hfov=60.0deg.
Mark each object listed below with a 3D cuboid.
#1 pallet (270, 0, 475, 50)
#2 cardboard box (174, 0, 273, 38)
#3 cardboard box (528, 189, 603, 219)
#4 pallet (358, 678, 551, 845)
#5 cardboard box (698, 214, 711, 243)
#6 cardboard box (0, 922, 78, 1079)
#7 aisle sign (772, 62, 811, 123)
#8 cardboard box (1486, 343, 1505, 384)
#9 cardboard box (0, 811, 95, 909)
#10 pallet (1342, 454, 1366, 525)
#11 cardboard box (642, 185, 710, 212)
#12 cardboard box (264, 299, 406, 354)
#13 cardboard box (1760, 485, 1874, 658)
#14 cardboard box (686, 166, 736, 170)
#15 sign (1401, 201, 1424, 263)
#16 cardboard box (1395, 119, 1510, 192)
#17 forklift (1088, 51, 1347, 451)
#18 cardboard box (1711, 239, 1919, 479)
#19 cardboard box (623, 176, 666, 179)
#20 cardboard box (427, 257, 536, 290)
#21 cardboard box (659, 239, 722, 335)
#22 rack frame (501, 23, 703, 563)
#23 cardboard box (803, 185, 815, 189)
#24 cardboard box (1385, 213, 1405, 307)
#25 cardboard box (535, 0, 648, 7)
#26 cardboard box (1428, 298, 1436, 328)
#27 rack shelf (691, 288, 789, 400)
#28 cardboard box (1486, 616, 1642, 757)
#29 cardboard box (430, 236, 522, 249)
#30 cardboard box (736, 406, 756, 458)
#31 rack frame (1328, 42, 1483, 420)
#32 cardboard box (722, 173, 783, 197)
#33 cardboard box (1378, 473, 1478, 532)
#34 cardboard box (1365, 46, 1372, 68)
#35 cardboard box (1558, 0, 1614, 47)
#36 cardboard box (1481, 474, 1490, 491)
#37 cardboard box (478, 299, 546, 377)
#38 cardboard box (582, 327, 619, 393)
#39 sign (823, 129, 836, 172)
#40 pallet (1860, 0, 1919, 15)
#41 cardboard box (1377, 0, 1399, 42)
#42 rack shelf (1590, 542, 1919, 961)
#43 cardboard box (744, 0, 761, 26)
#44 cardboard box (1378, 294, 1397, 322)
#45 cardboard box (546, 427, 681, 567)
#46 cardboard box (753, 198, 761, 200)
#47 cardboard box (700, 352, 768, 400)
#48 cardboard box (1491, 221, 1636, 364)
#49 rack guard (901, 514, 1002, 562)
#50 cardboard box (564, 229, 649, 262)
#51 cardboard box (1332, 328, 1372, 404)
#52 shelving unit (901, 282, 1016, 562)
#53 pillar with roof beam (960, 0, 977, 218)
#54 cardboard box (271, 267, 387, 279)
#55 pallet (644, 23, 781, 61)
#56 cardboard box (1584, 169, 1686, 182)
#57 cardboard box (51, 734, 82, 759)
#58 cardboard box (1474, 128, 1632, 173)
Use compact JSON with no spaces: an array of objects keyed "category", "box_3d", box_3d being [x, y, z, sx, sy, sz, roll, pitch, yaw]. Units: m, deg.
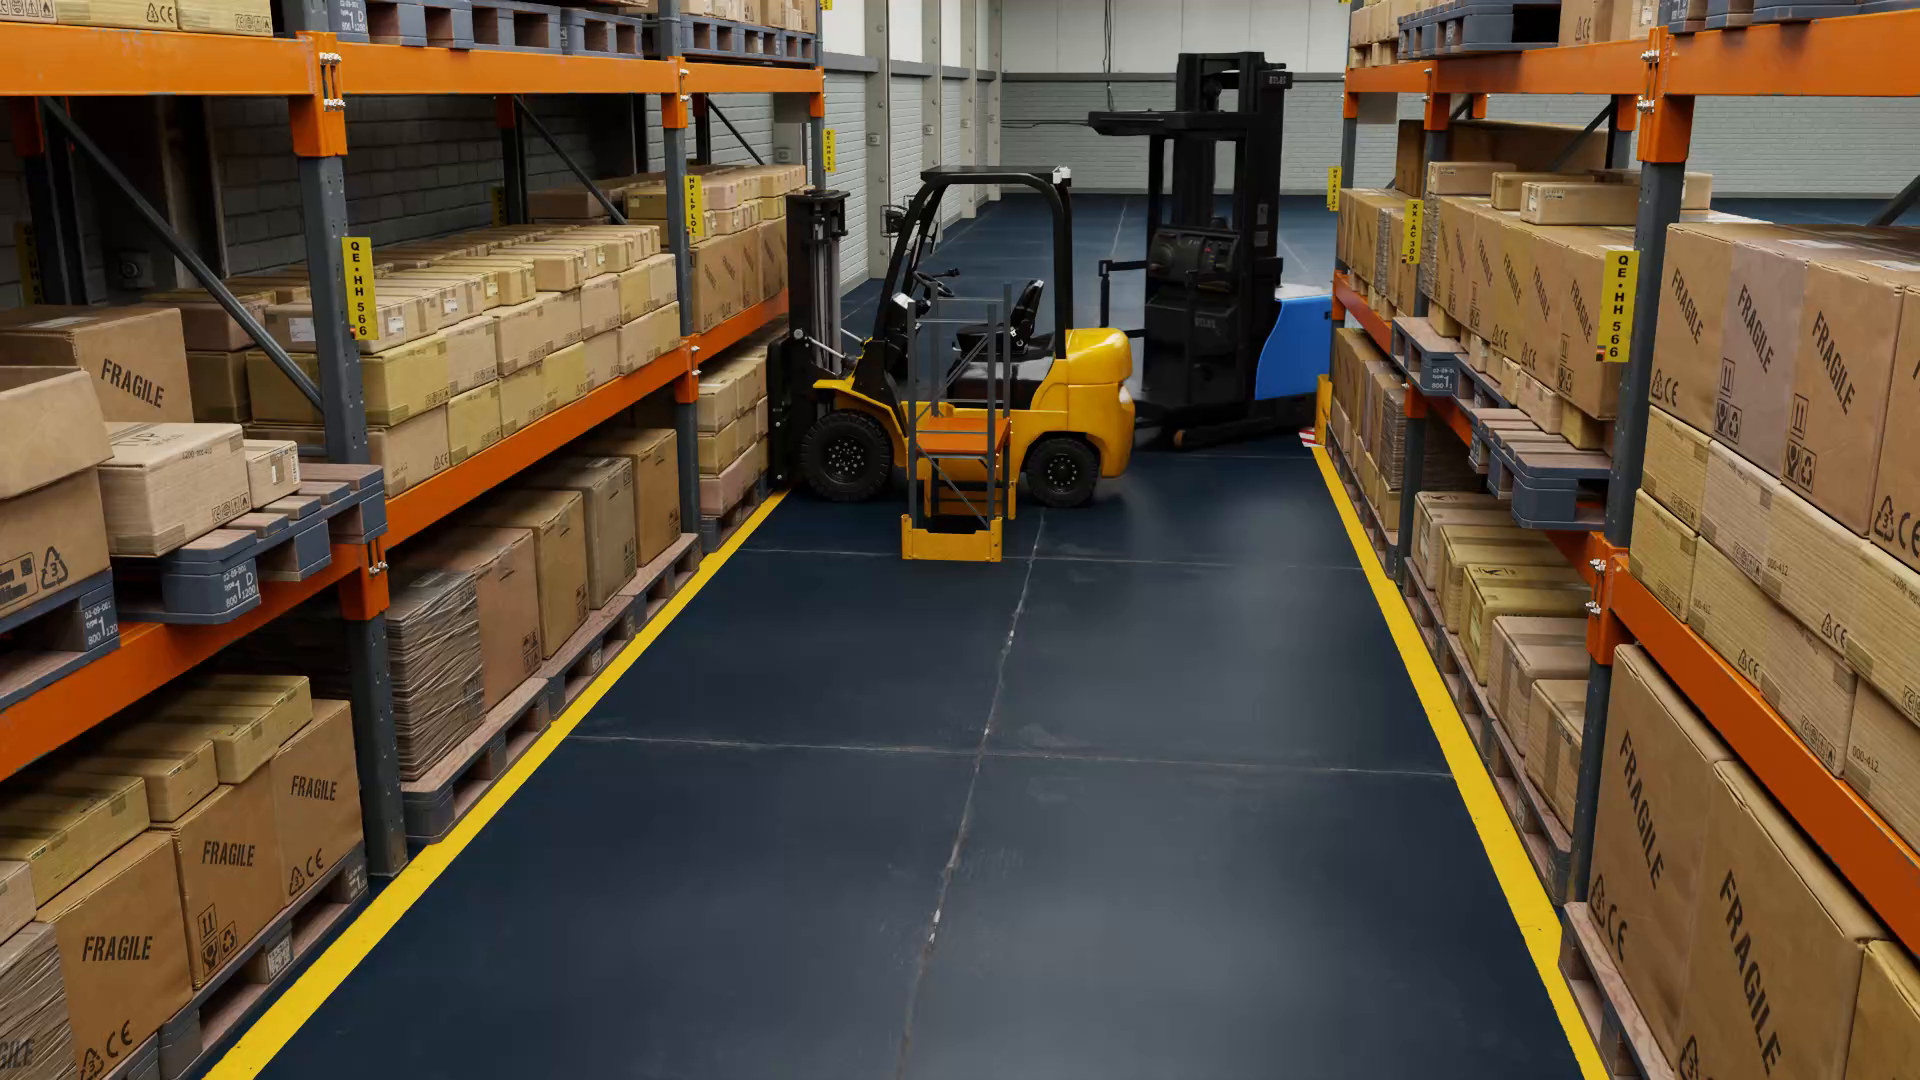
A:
[{"category":"pallet","box_3d":[-2.472,-1.831,5.800,1.213,0.211,1.003,2,15,9]},{"category":"cardboard box","box_3d":[-2.277,-1.530,4.616,0.500,0.250,0.500,1,15,4]},{"category":"cardboard box","box_3d":[-2.273,-1.929,9.546,0.380,0.149,0.250,2,15,6]},{"category":"pallet","box_3d":[-2.328,0.839,6.656,1.003,0.211,1.213,2,15,6]},{"category":"cardboard box","box_3d":[-1.684,-1.836,9.771,0.380,0.149,0.250,2,15,8]},{"category":"cardboard box","box_3d":[-2.457,1.225,3.868,0.500,0.500,0.500,1,15,4]},{"category":"aisle sign","box_3d":[-1.258,-3.633,12.872,0.394,0.787,0.004,2,15,6]},{"category":"cardboard box","box_3d":[2.372,-0.727,6.782,0.380,0.149,0.250,1,15,4]},{"category":"cardboard box","box_3d":[-2.440,0.802,4.192,0.380,0.149,0.250,1,15,5]},{"category":"pallet","box_3d":[3.100,-0.334,10.992,1.003,0.211,1.213,2,15,6]},{"category":"cardboard box","box_3d":[-1.718,-2.048,9.986,0.380,0.149,0.250,1,15,5]},{"category":"cardboard box","box_3d":[-2.131,-0.730,5.683,0.380,0.149,0.250,2,15,8]},{"category":"cardboard box","box_3d":[2.042,0.068,3.492,0.500,0.250,0.500,2,15,6]},{"category":"cardboard box","box_3d":[-1.900,-2.727,12.496,0.380,0.149,0.250,2,15,8]},{"category":"sign","box_3d":[2.384,-1.619,8.745,0.100,0.325,0.005,2,15,6]},{"category":"cardboard box","box_3d":[3.535,-2.760,11.947,0.700,0.500,0.500,1,15,5]},{"category":"forklift","box_3d":[1.653,-2.249,12.865,3.031,2.935,1.130,-11,18,-34]},{"category":"cardboard box","box_3d":[2.128,-0.431,3.903,0.500,0.500,0.500,2,15,6]},{"category":"cardboard box","box_3d":[-2.037,-2.325,11.010,0.380,0.149,0.250,2,15,8]},{"category":"cardboard box","box_3d":[-2.063,-1.136,7.182,0.380,0.149,0.250,2,15,6]},{"category":"cardboard box","box_3d":[-1.699,-1.488,9.727,0.500,0.500,0.500,1,15,5]},{"category":"rack frame","box_3d":[-2.009,-1.332,9.343,1.000,3.000,0.127,2,15,6]},{"category":"cardboard box","box_3d":[-1.318,-2.633,12.719,0.380,0.149,0.250,2,15,7]},{"category":"cardboard box","box_3d":[2.778,-1.635,9.702,0.500,0.500,0.500,2,15,8]},{"category":"cardboard box","box_3d":[-1.848,-2.794,8.175,0.500,0.311,0.500,1,15,4]},{"category":"cardboard box","box_3d":[2.548,-1.135,8.288,0.380,0.149,0.250,2,15,7]},{"category":"rack shelf","box_3d":[-1.783,-1.504,11.356,1.077,0.370,4.000,2,15,6]},{"category":"cardboard box","box_3d":[2.621,0.578,6.507,0.950,0.372,0.625,1,15,5]},{"category":"cardboard box","box_3d":[-2.381,-1.409,8.193,0.380,0.149,0.250,2,15,6]},{"category":"cardboard box","box_3d":[-1.592,-0.696,10.496,0.500,0.250,0.500,2,15,6]},{"category":"rack frame","box_3d":[3.375,-2.225,12.643,1.000,3.000,0.127,2,15,6]},{"category":"cardboard box","box_3d":[-1.433,-2.442,11.442,0.380,0.149,0.250,2,15,7]},{"category":"cardboard box","box_3d":[2.724,-0.224,9.707,0.500,0.250,0.500,2,15,9]},{"category":"cardboard box","box_3d":[3.011,-3.337,11.489,0.380,0.149,0.250,2,15,8]},{"category":"cardboard box","box_3d":[2.616,-2.044,6.031,0.797,0.503,0.637,2,15,6]},{"category":"cardboard box","box_3d":[3.259,-0.570,9.549,0.500,0.500,0.500,2,15,9]},{"category":"cardboard box","box_3d":[-2.032,-0.837,6.840,0.500,0.250,0.500,1,15,5]},{"category":"cardboard box","box_3d":[-1.943,-0.863,7.895,0.500,0.250,0.500,2,15,7]},{"category":"sign","box_3d":[-1.020,-3.024,12.925,0.100,0.325,0.005,2,15,6]},{"category":"pallet","box_3d":[2.329,-1.048,2.906,1.003,0.211,1.213,2,15,9]},{"category":"cardboard box","box_3d":[2.876,-3.224,10.309,0.500,0.250,0.500,2,15,7]},{"category":"rack shelf","box_3d":[2.247,0.716,3.145,1.077,0.370,4.000,2,15,6]},{"category":"cardboard box","box_3d":[-1.684,-3.583,10.727,0.797,0.503,0.637,2,15,8]},{"category":"cardboard box","box_3d":[2.769,-1.422,10.155,0.380,0.149,0.250,1,15,5]},{"category":"cardboard box","box_3d":[-2.056,-0.253,9.097,0.875,0.625,0.625,2,15,9]},{"category":"cardboard box","box_3d":[-1.556,-2.238,11.256,0.380,0.149,0.250,2,15,6]},{"category":"cardboard box","box_3d":[-1.530,-1.068,10.915,0.500,0.250,0.500,2,15,8]},{"category":"cardboard box","box_3d":[2.351,-0.936,6.310,0.500,0.500,0.500,1,15,2]},{"category":"rack guard","box_3d":[-0.048,-0.011,9.725,0.587,0.250,0.087,2,15,6]},{"category":"cardboard box","box_3d":[-1.838,-1.531,8.644,0.380,0.149,0.250,1,15,5]},{"category":"cardboard box","box_3d":[3.007,-1.255,12.083,0.500,0.500,0.500,1,15,4]},{"category":"shelving unit","box_3d":[0.009,-0.744,10.039,0.587,1.500,1.083,2,15,6]},{"category":"pillar with roof beam","box_3d":[4.454,-11.210,34.378,9.100,9.000,0.400,2,15,6]},{"category":"cardboard box","box_3d":[-2.551,-1.014,6.733,0.380,0.149,0.250,2,15,6]},{"category":"pallet","box_3d":[-1.798,-3.275,10.951,1.003,0.211,1.213,2,15,6]},{"category":"cardboard box","box_3d":[3.031,-1.589,7.485,0.380,0.149,0.250,1,15,5]},{"category":"cardboard box","box_3d":[-2.885,0.590,4.975,0.380,0.149,0.250,2,15,8]},{"category":"cardboard box","box_3d":[3.189,-1.970,9.022,0.700,0.500,0.500,2,15,6]}]
